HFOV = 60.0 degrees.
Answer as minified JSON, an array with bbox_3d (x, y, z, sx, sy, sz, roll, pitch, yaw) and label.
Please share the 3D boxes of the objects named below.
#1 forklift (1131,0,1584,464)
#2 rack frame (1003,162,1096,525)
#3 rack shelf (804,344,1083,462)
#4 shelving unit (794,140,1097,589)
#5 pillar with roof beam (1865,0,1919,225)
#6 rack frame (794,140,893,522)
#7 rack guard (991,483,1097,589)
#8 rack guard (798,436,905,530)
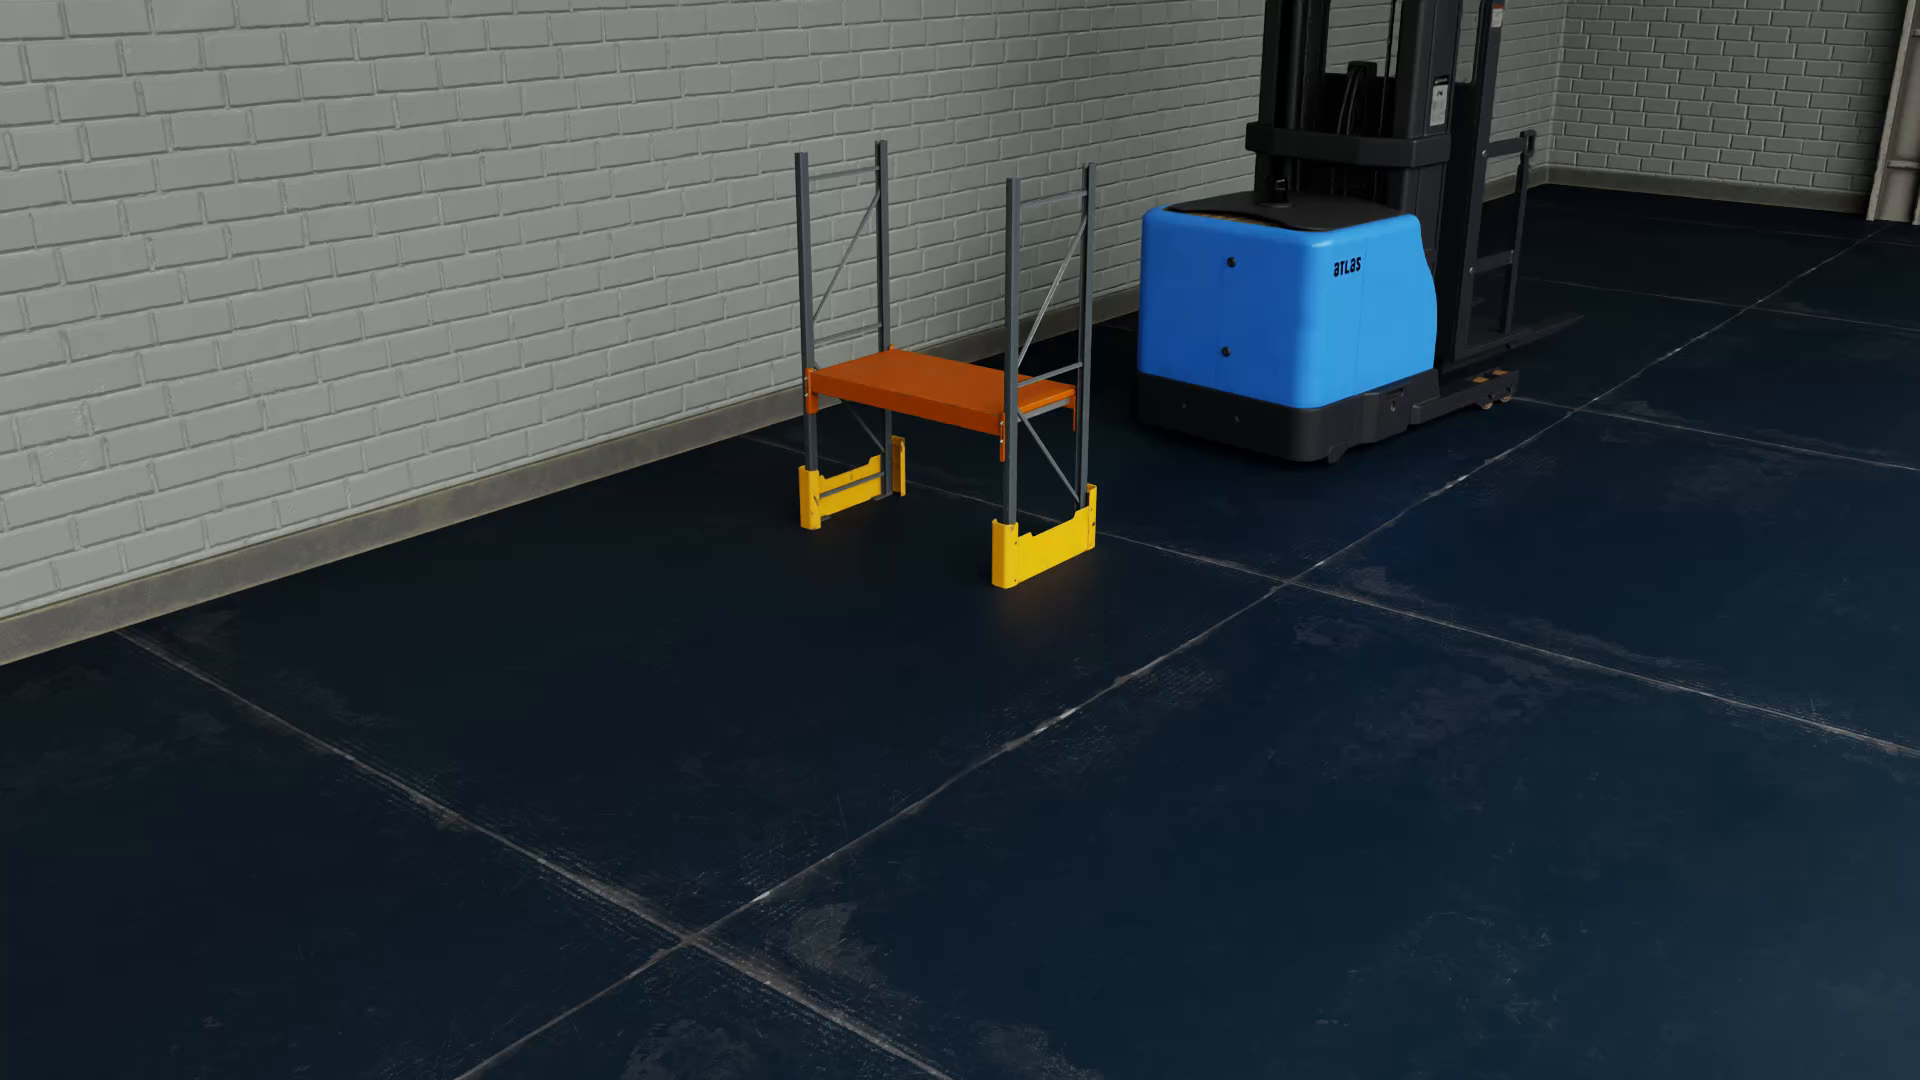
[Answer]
[{"bbox_3d":[2.227,-2.144,8.199,3.031,2.935,1.130,-19,28,-41],"label":"forklift"},{"bbox_3d":[0.328,-0.607,6.153,0.032,1.500,0.500,16,26,36],"label":"rack frame"},{"bbox_3d":[-0.066,-0.552,6.517,1.000,0.185,0.538,16,26,36],"label":"rack shelf"},{"bbox_3d":[-0.059,-0.719,6.449,1.083,1.500,0.587,16,26,36],"label":"shelving unit"},{"bbox_3d":[4.951,-5.658,8.918,0.400,9.000,9.100,16,26,36],"label":"pillar with roof beam"},{"bbox_3d":[-0.460,-0.834,6.755,0.032,1.500,0.500,16,26,36],"label":"rack frame"},{"bbox_3d":[0.327,-0.023,6.375,0.087,0.250,0.587,16,26,36],"label":"rack guard"},{"bbox_3d":[-0.445,-0.245,6.964,0.087,0.250,0.587,16,26,36],"label":"rack guard"}]
